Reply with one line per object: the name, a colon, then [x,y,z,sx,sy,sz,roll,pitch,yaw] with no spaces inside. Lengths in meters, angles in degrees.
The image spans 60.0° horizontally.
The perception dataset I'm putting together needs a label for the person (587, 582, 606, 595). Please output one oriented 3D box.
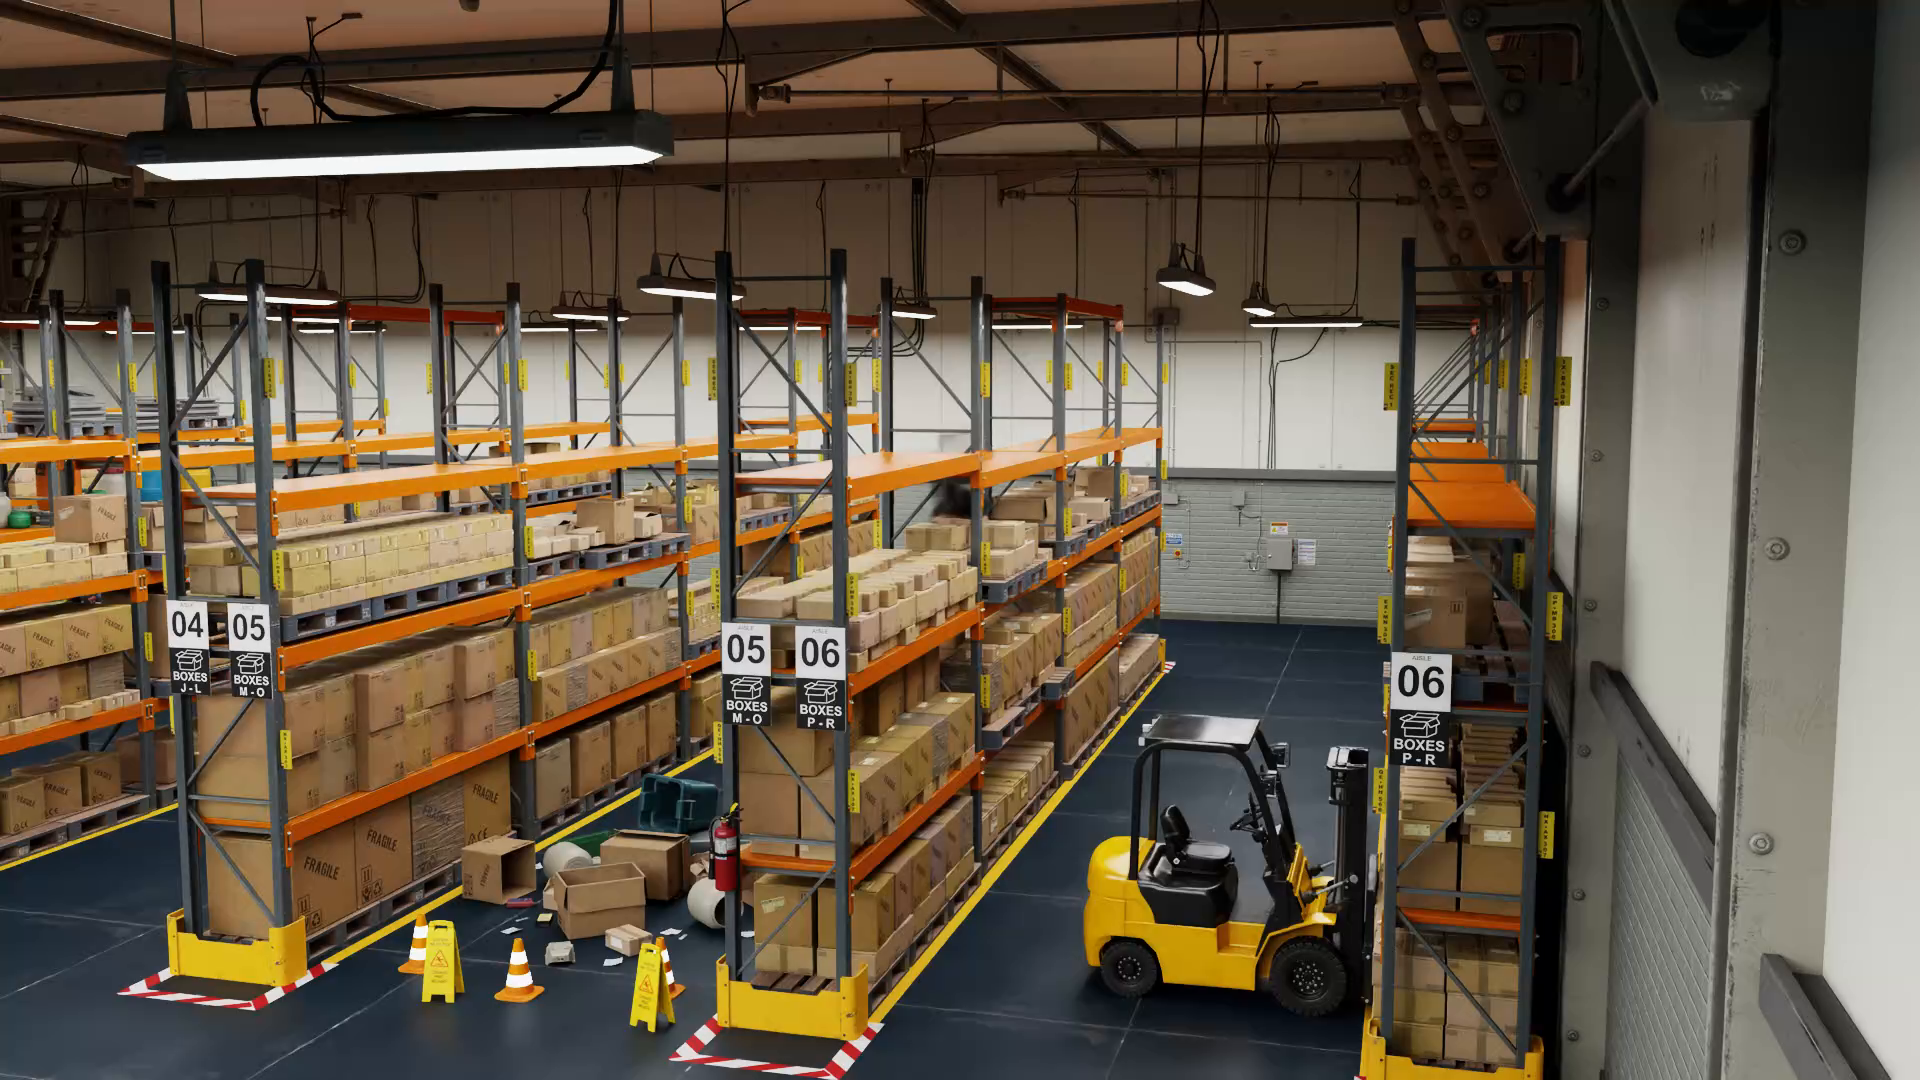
person: [-5.803,1.377,26.856,0.503,1.678,0.728,1,6,14]
